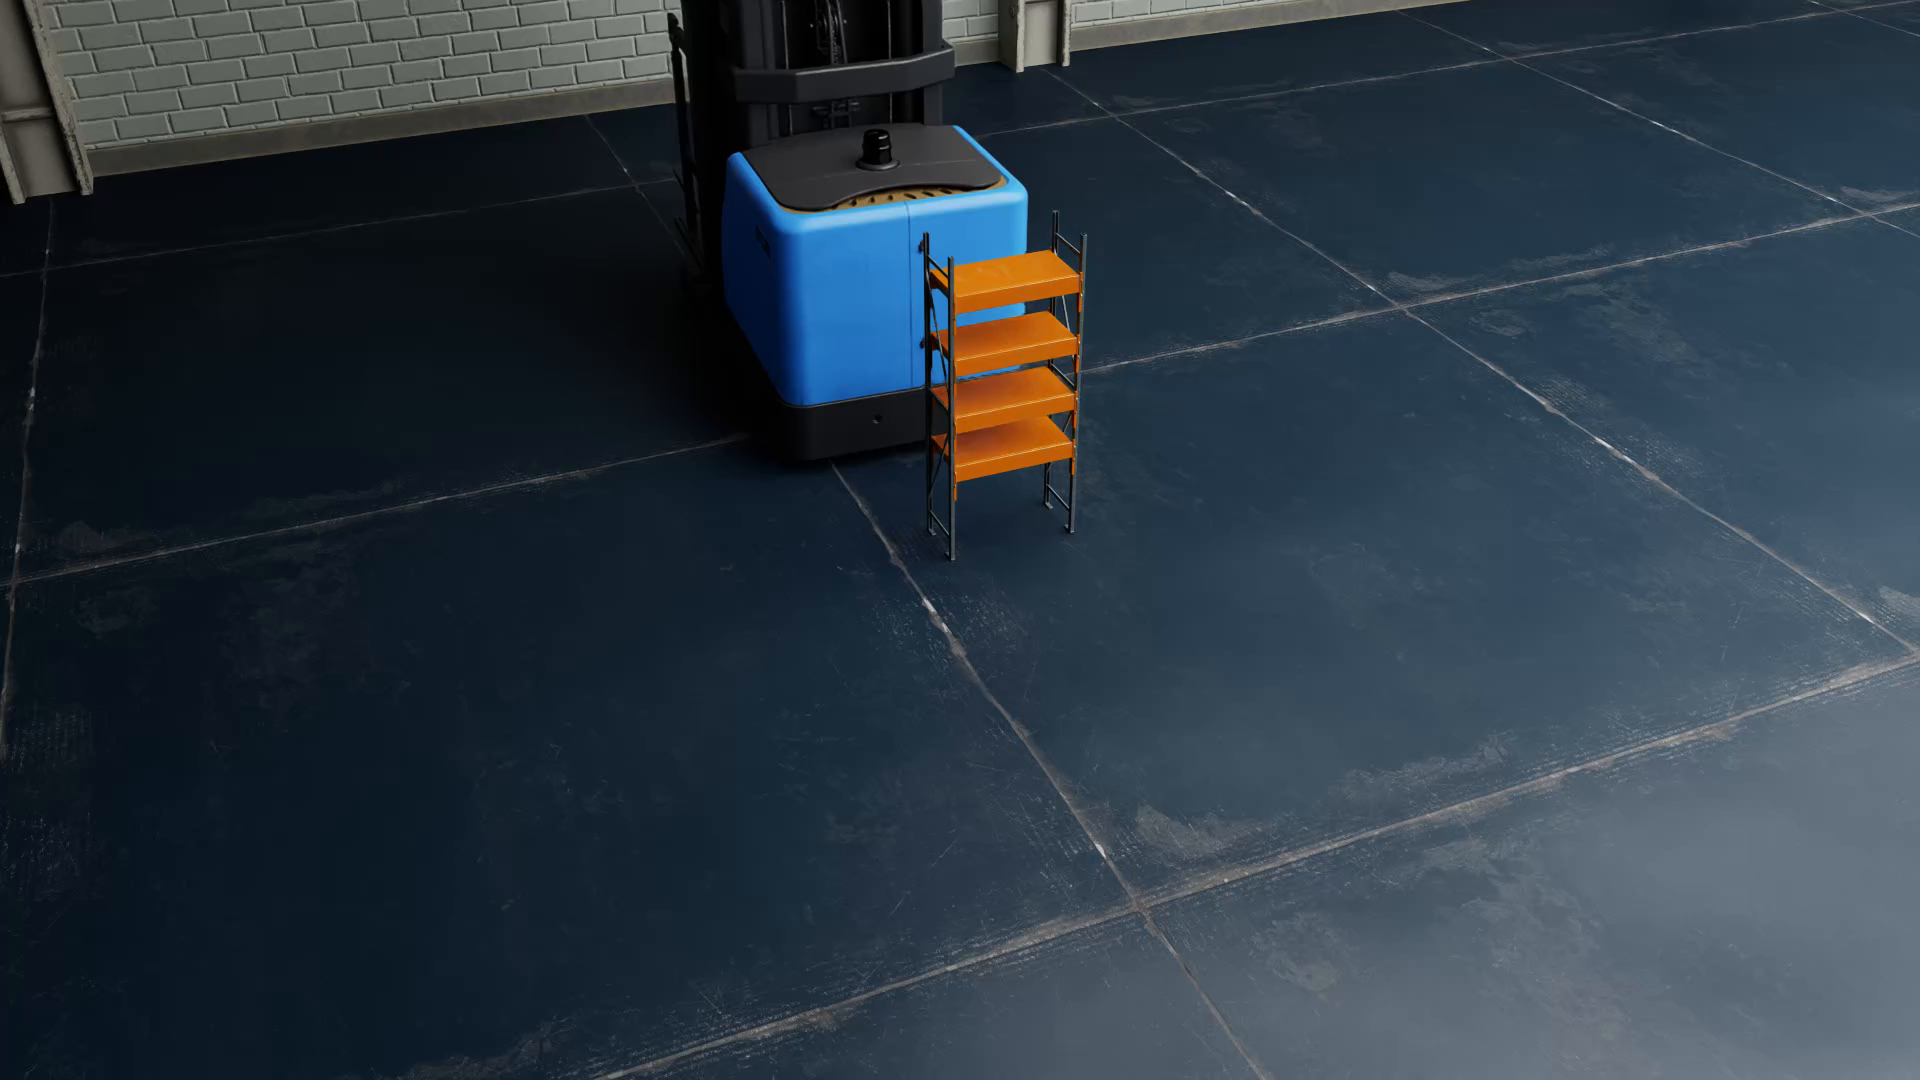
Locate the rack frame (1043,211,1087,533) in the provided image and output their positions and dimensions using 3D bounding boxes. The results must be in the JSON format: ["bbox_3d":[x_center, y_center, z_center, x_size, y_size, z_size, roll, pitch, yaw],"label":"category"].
[{"bbox_3d":[0.378,-0.589,6.056,0.015,1.200,0.240,-13,35,-19],"label":"rack frame"}]

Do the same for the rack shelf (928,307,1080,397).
[{"bbox_3d":[0.153,-0.669,5.891,0.480,0.148,0.258,-13,35,-19],"label":"rack shelf"}]

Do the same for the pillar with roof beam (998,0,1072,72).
[{"bbox_3d":[2.161,-4.822,5.410,0.400,9.000,9.100,-13,35,-19],"label":"pillar with roof beam"}]

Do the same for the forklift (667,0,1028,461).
[{"bbox_3d":[-0.702,-2.340,7.159,1.130,2.935,3.031,-11,35,-17],"label":"forklift"}]

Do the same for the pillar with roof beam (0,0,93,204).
[{"bbox_3d":[-3.371,-3.555,3.463,0.400,9.000,9.100,-13,35,-19],"label":"pillar with roof beam"}]

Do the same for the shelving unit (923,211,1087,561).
[{"bbox_3d":[0.153,-0.538,5.976,0.503,1.200,0.258,-13,35,-19],"label":"shelving unit"}]

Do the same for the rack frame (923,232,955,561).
[{"bbox_3d":[-0.072,-0.486,5.897,0.015,1.200,0.240,-13,35,-19],"label":"rack frame"}]

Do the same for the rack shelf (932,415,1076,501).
[{"bbox_3d":[0.153,-0.315,6.121,0.480,0.148,0.258,-13,35,-19],"label":"rack shelf"}]

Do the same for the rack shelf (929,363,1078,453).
[{"bbox_3d":[0.153,-0.481,6.013,0.480,0.148,0.258,-13,35,-19],"label":"rack shelf"}]

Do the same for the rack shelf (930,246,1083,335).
[{"bbox_3d":[0.153,-0.867,5.762,0.480,0.148,0.258,-13,35,-19],"label":"rack shelf"}]
